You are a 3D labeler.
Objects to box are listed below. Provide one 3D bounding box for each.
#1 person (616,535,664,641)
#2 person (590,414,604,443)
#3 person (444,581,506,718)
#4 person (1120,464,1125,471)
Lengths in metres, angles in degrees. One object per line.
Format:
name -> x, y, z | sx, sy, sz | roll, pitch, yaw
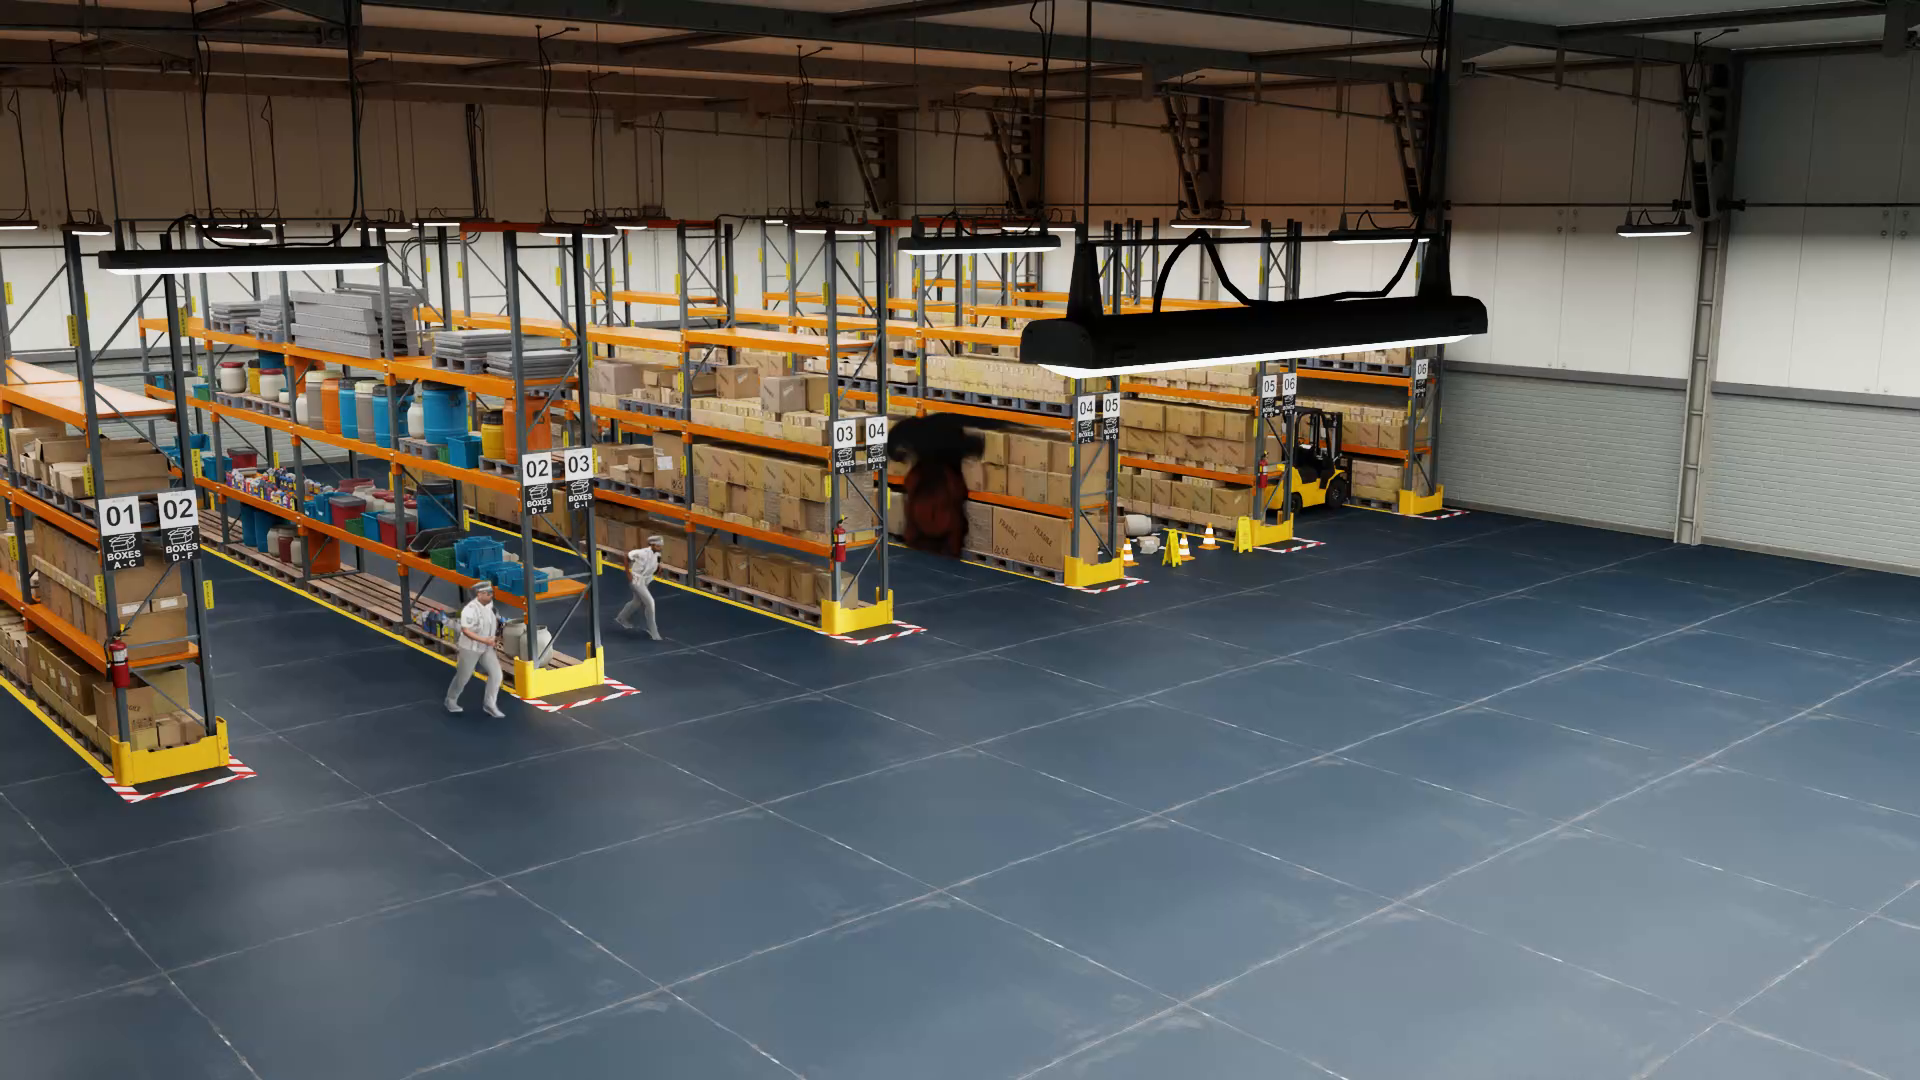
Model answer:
person -> -4.758, 0.693, 24.613 | 0.947, 1.622, 0.623 | 7, 14, 32
person -> -9.138, -2.833, 41.404 | 0.648, 1.698, 1.180 | 0, 11, -2
person -> -6.057, 1.364, 20.826 | 0.859, 1.789, 0.668 | 7, 13, 29
person -> 3.954, -2.241, 38.503 | 1.057, 1.731, 0.624 | 9, 15, 38
